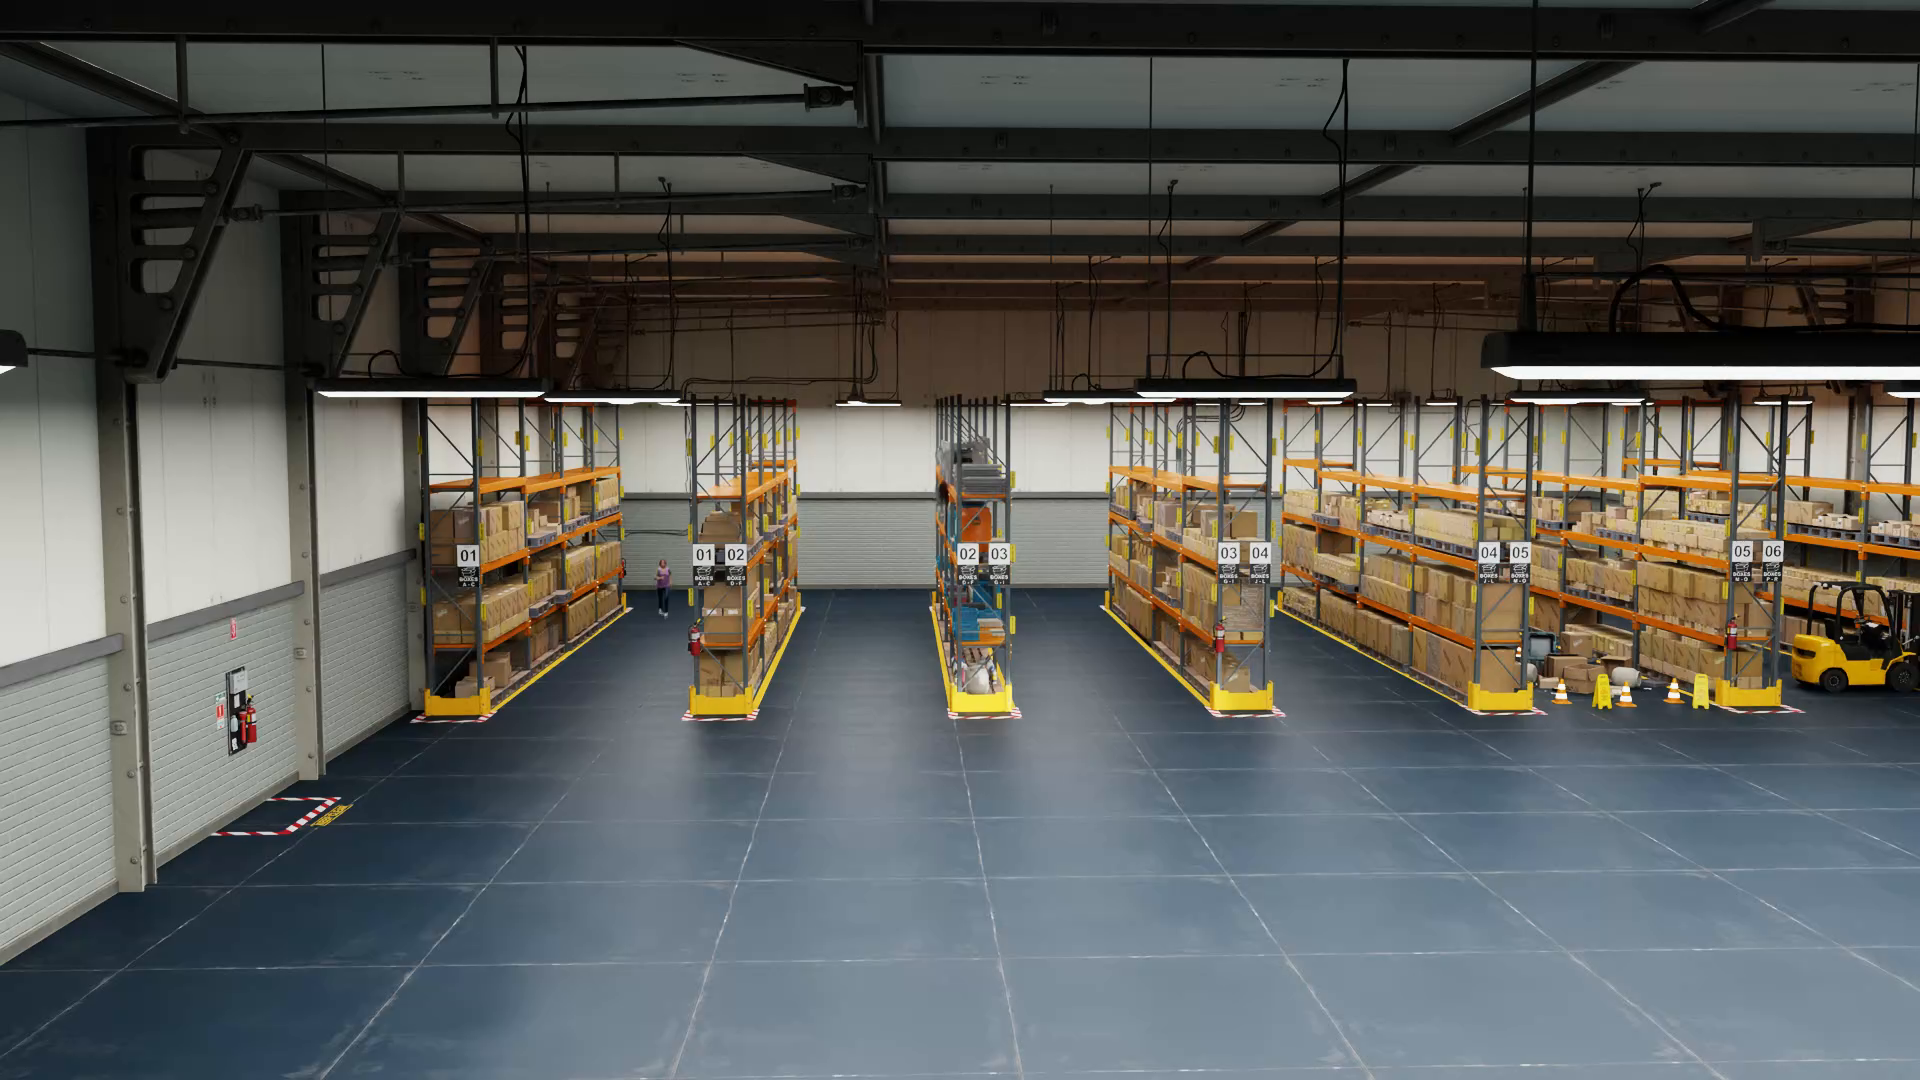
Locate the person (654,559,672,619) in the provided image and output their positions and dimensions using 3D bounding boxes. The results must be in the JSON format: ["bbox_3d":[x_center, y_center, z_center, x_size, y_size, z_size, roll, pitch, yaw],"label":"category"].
[{"bbox_3d":[-8.152,1.308,45.642,0.520,1.609,0.861,-1,5,-15],"label":"person"}]
